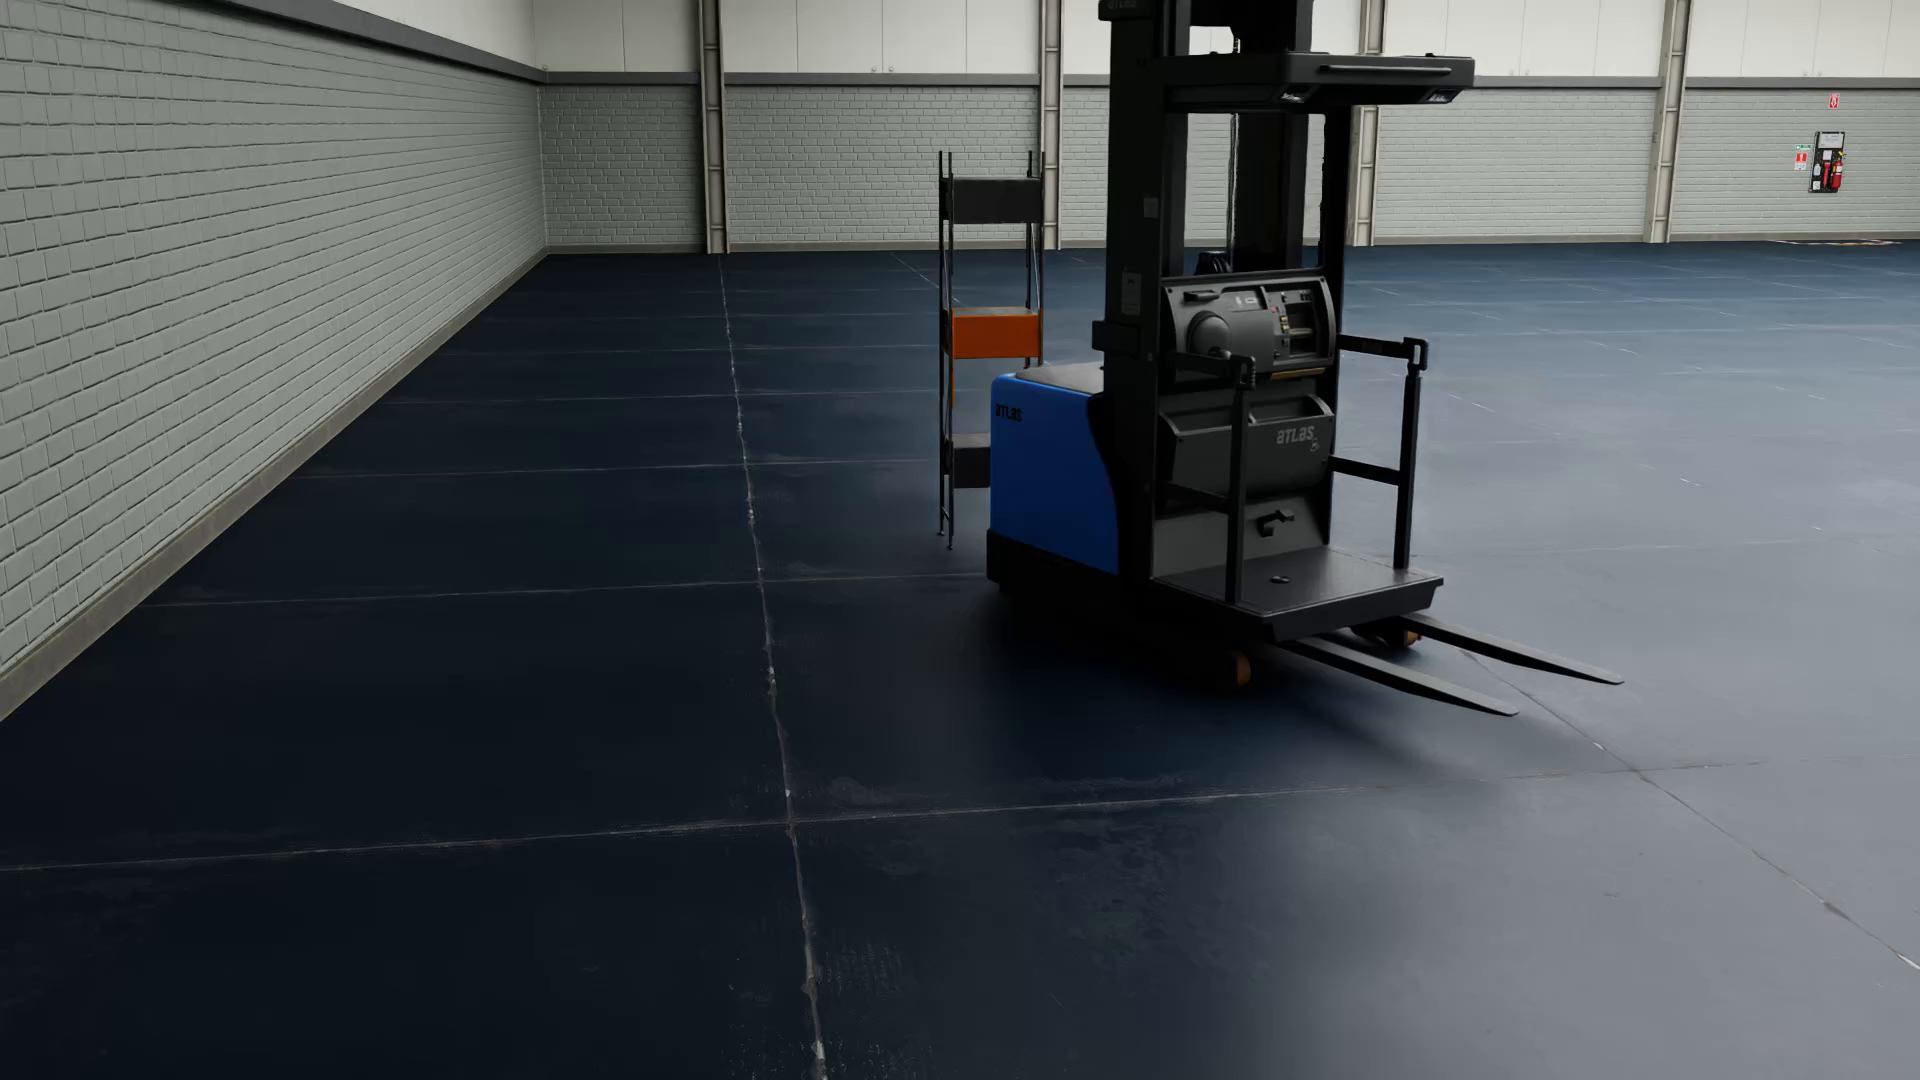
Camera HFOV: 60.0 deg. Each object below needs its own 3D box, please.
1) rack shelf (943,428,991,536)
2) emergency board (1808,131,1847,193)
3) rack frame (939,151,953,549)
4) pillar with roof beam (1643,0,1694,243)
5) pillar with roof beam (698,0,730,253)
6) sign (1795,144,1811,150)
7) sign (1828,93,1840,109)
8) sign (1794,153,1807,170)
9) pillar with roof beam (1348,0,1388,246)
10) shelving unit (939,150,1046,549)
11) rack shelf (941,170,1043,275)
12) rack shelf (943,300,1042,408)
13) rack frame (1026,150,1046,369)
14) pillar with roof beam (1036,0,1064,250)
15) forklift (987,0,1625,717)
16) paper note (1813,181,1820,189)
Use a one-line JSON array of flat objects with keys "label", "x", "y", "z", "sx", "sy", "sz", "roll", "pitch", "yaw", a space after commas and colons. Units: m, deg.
[{"label": "rack shelf", "x": 0.164, "y": -0.332, "z": 9.164, "sx": 0.480, "sy": 0.518, "sz": 0.431, "roll": -2, "pitch": 14, "yaw": -8}, {"label": "emergency board", "x": 16.975, "y": -7.369, "z": 32.439, "sx": 0.643, "sy": 1.169, "sz": 0.194, "roll": -2, "pitch": 14, "yaw": -8}, {"label": "rack frame", "x": -0.078, "y": -1.016, "z": 8.955, "sx": 0.015, "sy": 2.100, "sz": 0.400, "roll": -2, "pitch": 14, "yaw": -8}, {"label": "pillar with roof beam", "x": 14.133, "y": -9.106, "z": 27.034, "sx": 0.400, "sy": 9.000, "sz": 9.100, "roll": -2, "pitch": 14, "yaw": -8}, {"label": "pillar with roof beam", "x": -3.667, "y": -8.454, "z": 24.433, "sx": 0.400, "sy": 9.000, "sz": 9.100, "roll": -2, "pitch": 14, "yaw": -8}, {"label": "sign", "x": 16.419, "y": -7.646, "z": 32.381, "sx": 0.331, "sy": 0.109, "sz": 0.001, "roll": -2, "pitch": 14, "yaw": -8}, {"label": "sign", "x": 16.952, "y": -8.517, "z": 32.251, "sx": 0.199, "sy": 0.298, "sz": 0.001, "roll": -2, "pitch": 14, "yaw": -8}, {"label": "sign", "x": 16.413, "y": -7.391, "z": 32.454, "sx": 0.234, "sy": 0.329, "sz": 0.001, "roll": -2, "pitch": 14, "yaw": -8}, {"label": "pillar with roof beam", "x": 8.200, "y": -8.889, "z": 26.167, "sx": 0.400, "sy": 9.000, "sz": 9.100, "roll": -2, "pitch": 14, "yaw": -8}, {"label": "shelving unit", "x": 0.164, "y": -1.024, "z": 8.990, "sx": 0.503, "sy": 2.100, "sz": 0.431, "roll": -2, "pitch": 14, "yaw": -8}, {"label": "rack shelf", "x": 0.164, "y": -1.690, "z": 8.823, "sx": 0.480, "sy": 0.518, "sz": 0.431, "roll": -2, "pitch": 14, "yaw": -8}, {"label": "rack shelf", "x": 0.164, "y": -1.011, "z": 8.994, "sx": 0.480, "sy": 0.518, "sz": 0.431, "roll": -2, "pitch": 14, "yaw": -8}, {"label": "rack frame", "x": 0.405, "y": -1.033, "z": 9.026, "sx": 0.015, "sy": 2.100, "sz": 0.400, "roll": -2, "pitch": 14, "yaw": -8}, {"label": "pillar with roof beam", "x": 2.267, "y": -8.671, "z": 25.300, "sx": 0.400, "sy": 9.000, "sz": 9.100, "roll": -2, "pitch": 14, "yaw": -8}, {"label": "forklift", "x": 1.368, "y": -0.940, "z": 6.946, "sx": 1.130, "sy": 2.935, "sz": 3.031, "roll": -9, "pitch": 17, "yaw": -33}, {"label": "paper note", "x": 16.790, "y": -6.952, "z": 32.587, "sx": 0.142, "sy": 0.148, "sz": 0.016, "roll": -2, "pitch": 14, "yaw": -8}]
